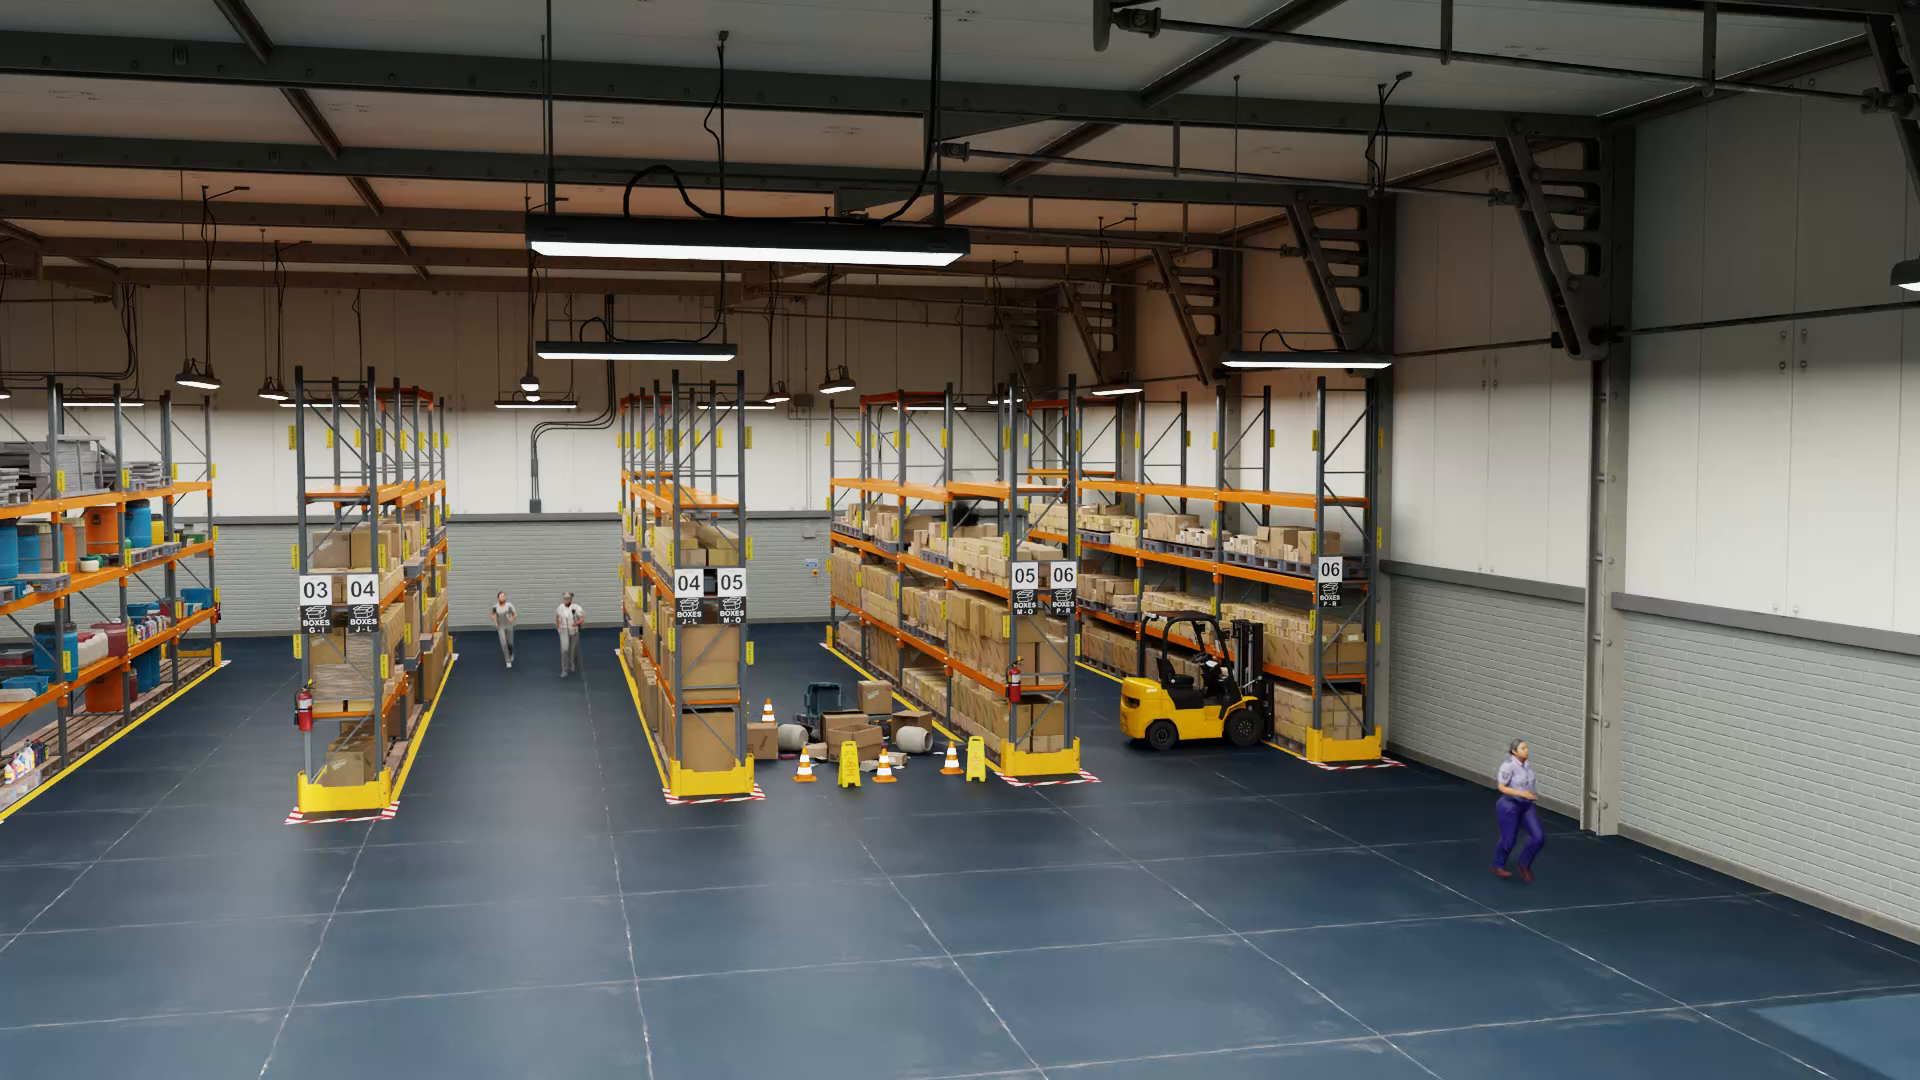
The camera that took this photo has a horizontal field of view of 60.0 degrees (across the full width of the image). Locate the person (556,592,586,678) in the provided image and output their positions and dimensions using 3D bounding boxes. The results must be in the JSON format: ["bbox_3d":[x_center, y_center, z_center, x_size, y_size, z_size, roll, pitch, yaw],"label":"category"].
[{"bbox_3d":[-8.312,1.999,35.517,0.654,1.824,0.850,0,3,-7],"label":"person"}]

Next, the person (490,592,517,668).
[{"bbox_3d":[-10.147,1.977,36.990,0.580,1.666,0.833,-1,4,-17],"label":"person"}]

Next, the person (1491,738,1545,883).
[{"bbox_3d":[6.312,3.076,18.828,0.590,1.668,0.686,-2,4,-28],"label":"person"}]
